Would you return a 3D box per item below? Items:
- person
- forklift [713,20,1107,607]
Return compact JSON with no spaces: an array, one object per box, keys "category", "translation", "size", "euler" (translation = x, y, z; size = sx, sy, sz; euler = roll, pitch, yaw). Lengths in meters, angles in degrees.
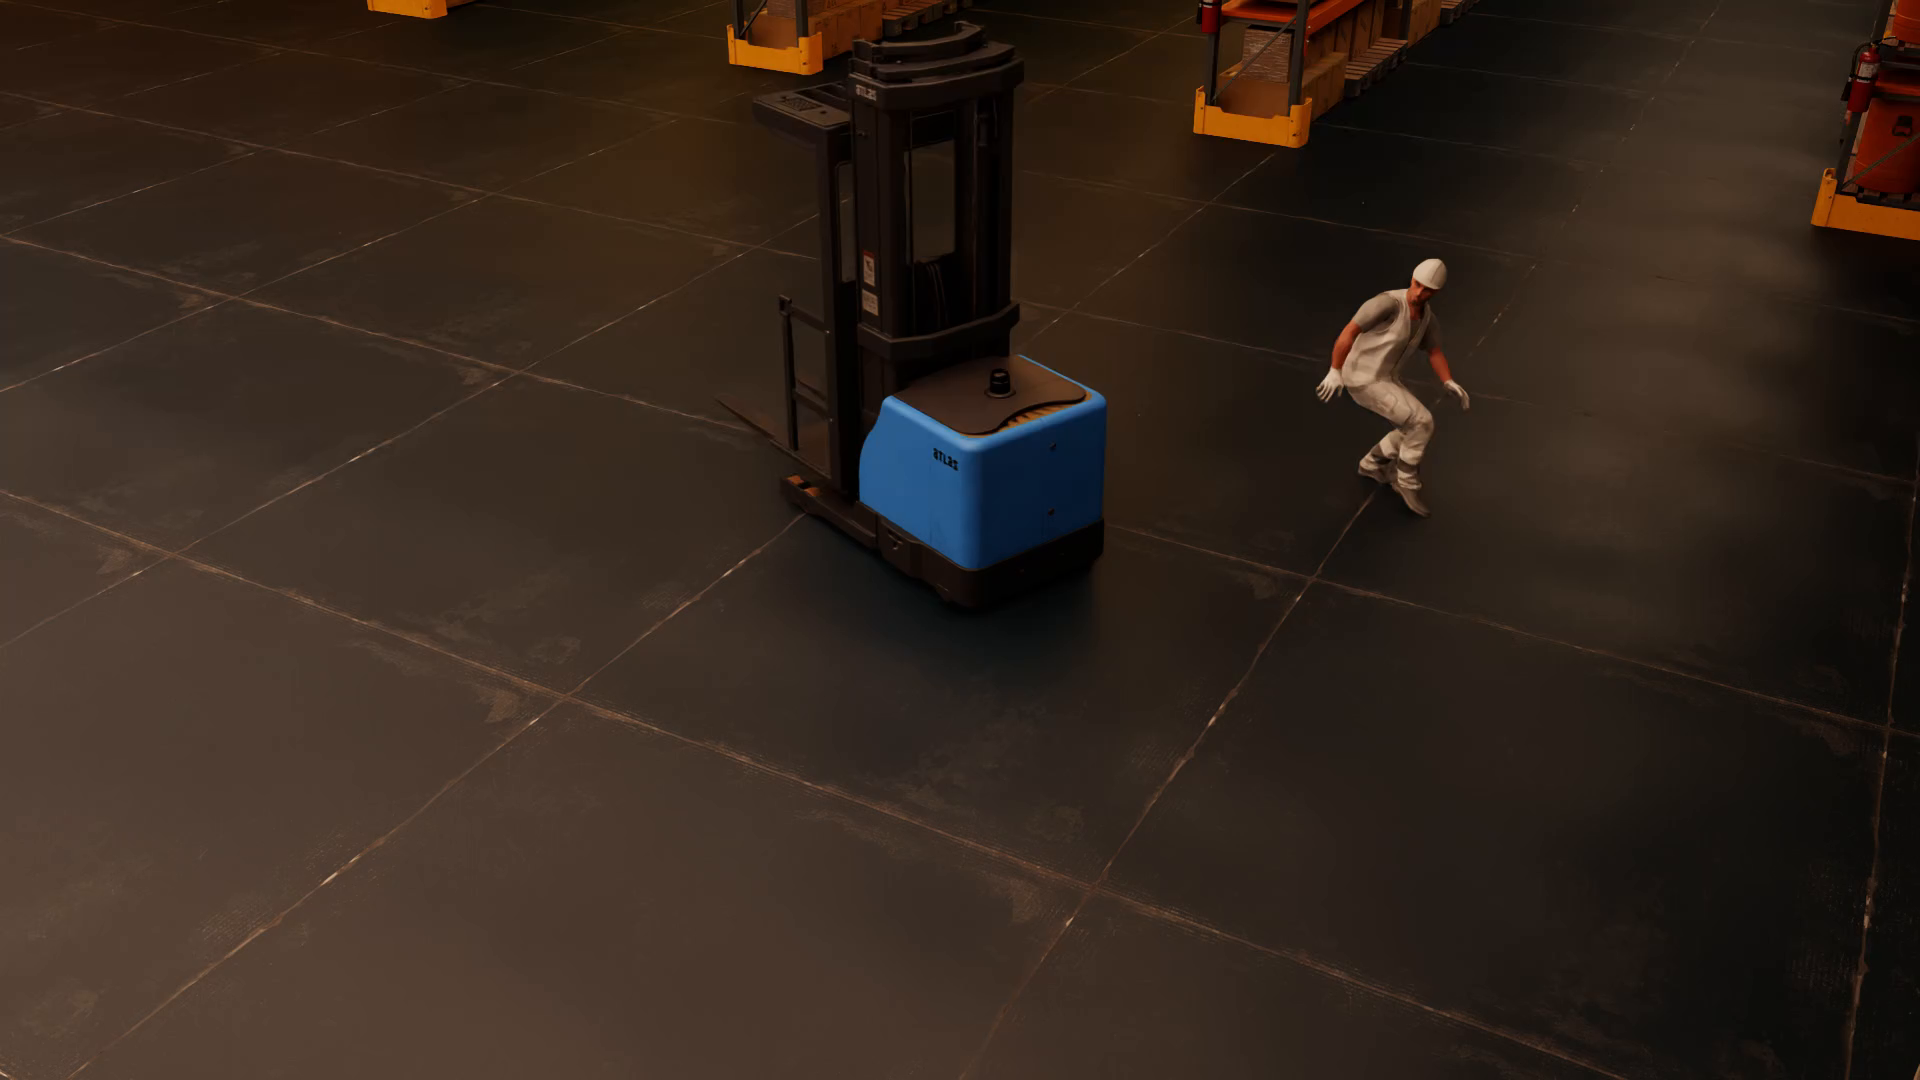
[{"category":"person","translation":[2.671,-0.936,10.096],"size":[0.771,1.561,0.781],"euler":[22,37,33]},{"category":"forklift","translation":[-0.472,-1.567,9.786],"size":[1.130,2.935,3.031],"euler":[-22,36,-32]}]
